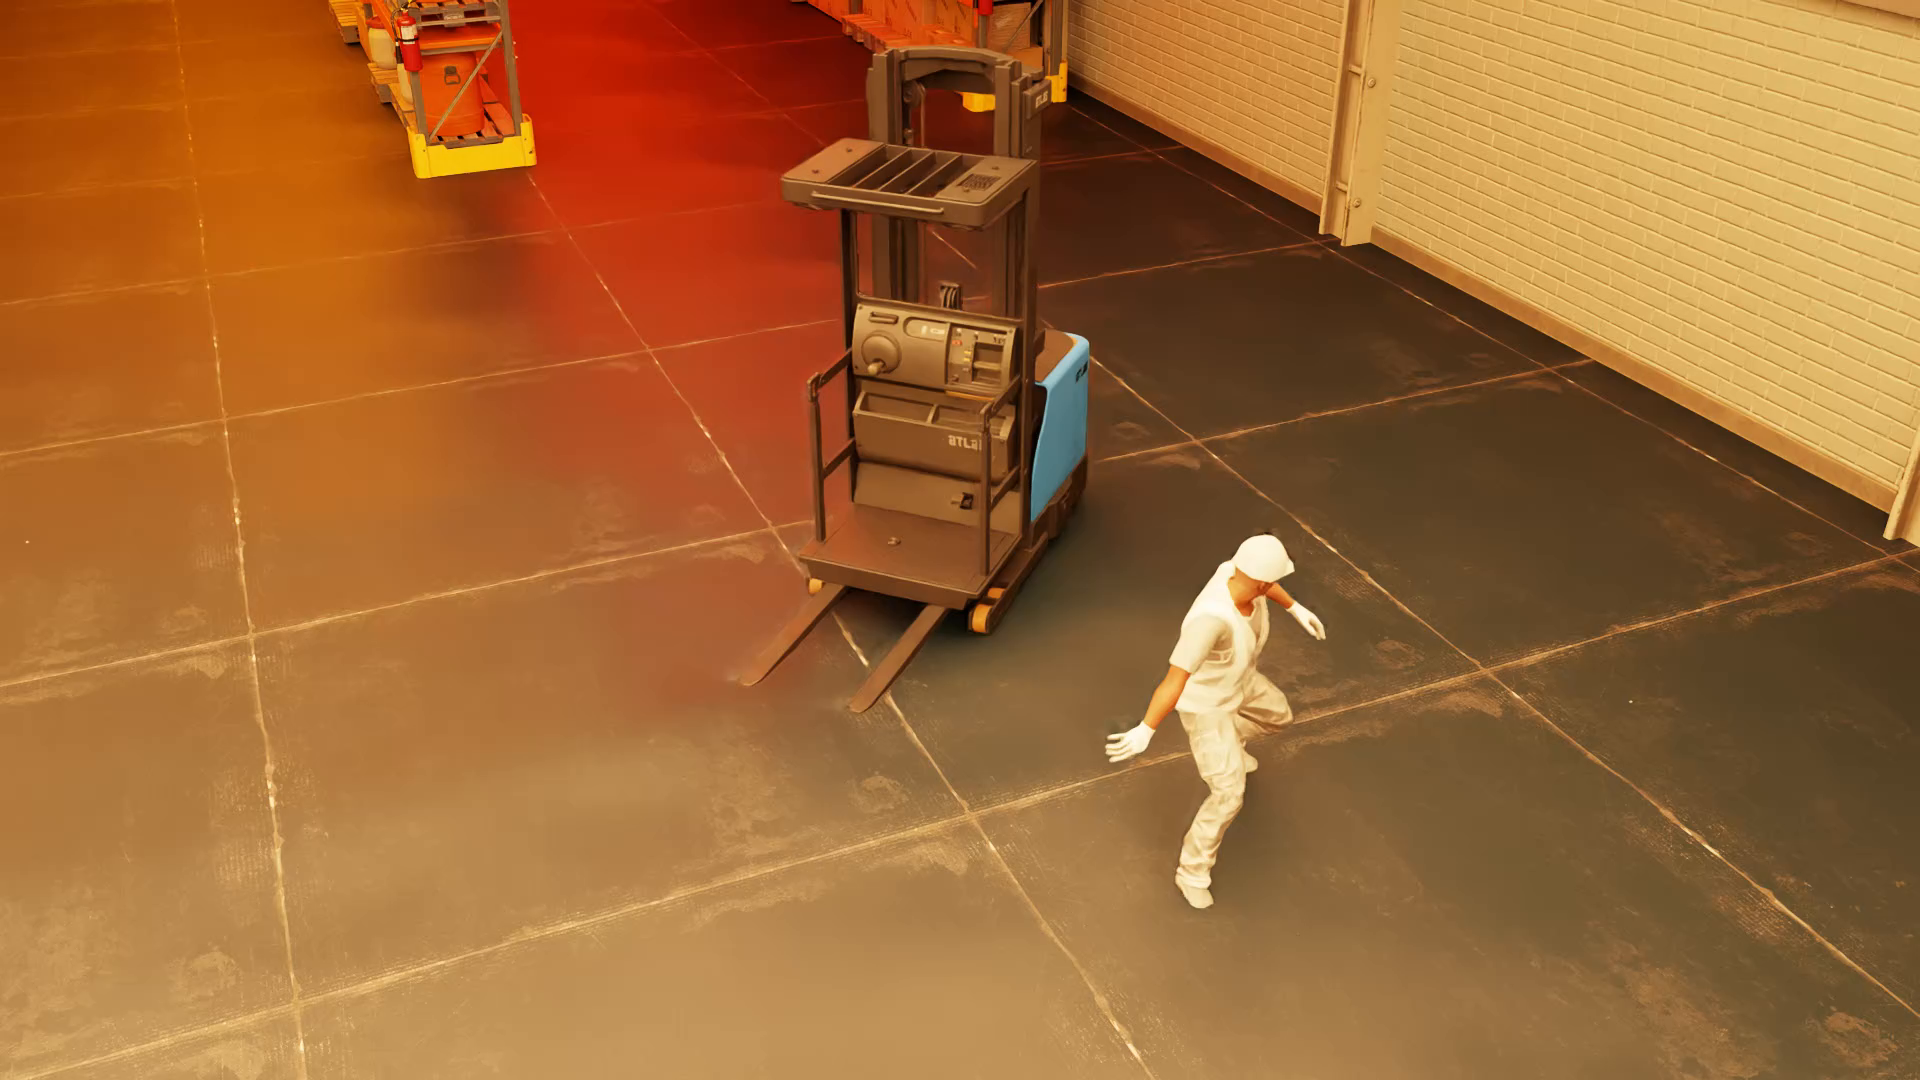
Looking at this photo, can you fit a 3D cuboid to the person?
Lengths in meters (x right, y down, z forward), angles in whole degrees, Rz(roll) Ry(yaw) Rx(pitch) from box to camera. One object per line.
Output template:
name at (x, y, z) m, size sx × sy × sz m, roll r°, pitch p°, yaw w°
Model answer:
person at (1.133, 0.768, 7.301) m, size 0.556 × 1.582 × 1.232 m, roll 19°, pitch 35°, yaw 30°

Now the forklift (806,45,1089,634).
forklift at (-0.225, -0.991, 8.853) m, size 1.130 × 2.935 × 3.031 m, roll 11°, pitch 32°, yaw 19°
